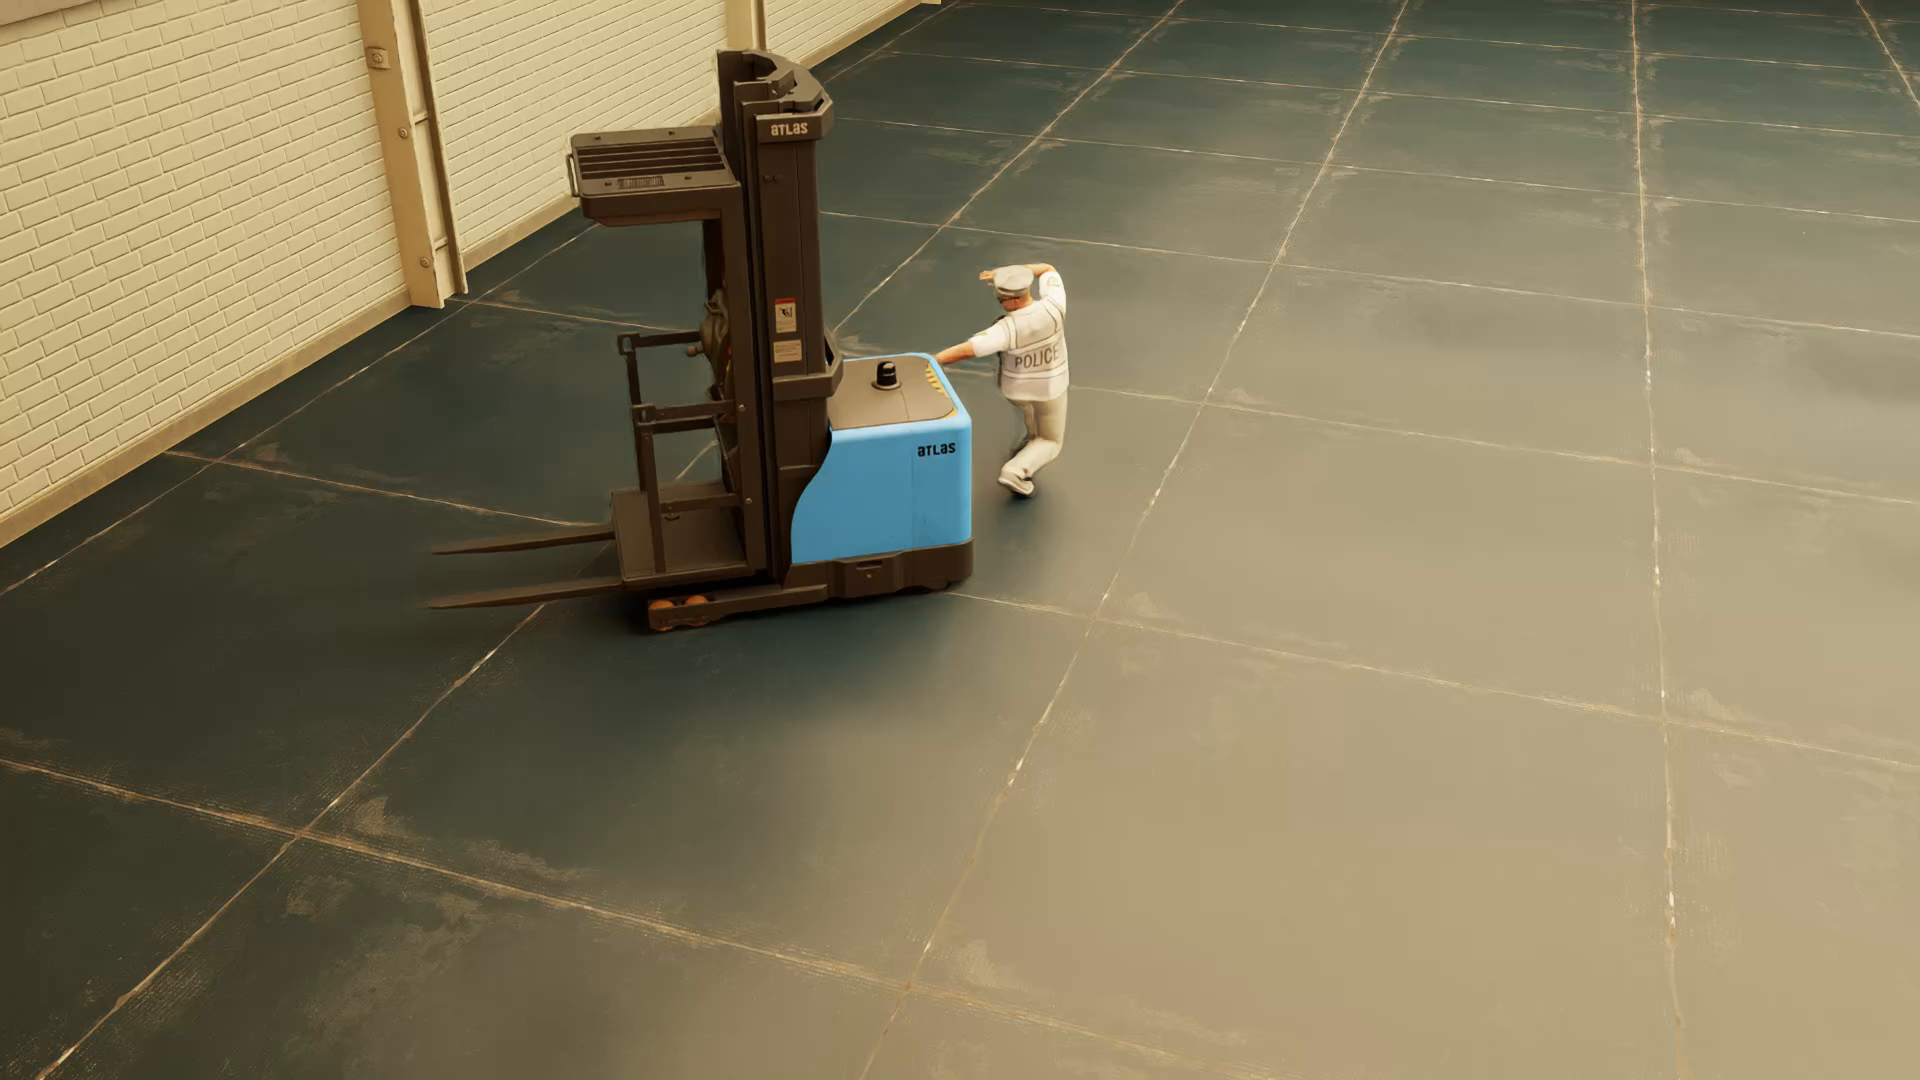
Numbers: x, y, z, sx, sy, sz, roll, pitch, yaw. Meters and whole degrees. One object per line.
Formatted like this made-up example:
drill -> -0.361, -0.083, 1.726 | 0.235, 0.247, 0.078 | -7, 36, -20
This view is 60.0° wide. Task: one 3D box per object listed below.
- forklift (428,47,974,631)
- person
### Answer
forklift -> -1.497, -1.059, 8.993 | 3.031, 2.935, 1.130 | -7, 30, -12
person -> 0.202, -1.078, 10.540 | 0.984, 1.474, 0.956 | 5, 30, 8
